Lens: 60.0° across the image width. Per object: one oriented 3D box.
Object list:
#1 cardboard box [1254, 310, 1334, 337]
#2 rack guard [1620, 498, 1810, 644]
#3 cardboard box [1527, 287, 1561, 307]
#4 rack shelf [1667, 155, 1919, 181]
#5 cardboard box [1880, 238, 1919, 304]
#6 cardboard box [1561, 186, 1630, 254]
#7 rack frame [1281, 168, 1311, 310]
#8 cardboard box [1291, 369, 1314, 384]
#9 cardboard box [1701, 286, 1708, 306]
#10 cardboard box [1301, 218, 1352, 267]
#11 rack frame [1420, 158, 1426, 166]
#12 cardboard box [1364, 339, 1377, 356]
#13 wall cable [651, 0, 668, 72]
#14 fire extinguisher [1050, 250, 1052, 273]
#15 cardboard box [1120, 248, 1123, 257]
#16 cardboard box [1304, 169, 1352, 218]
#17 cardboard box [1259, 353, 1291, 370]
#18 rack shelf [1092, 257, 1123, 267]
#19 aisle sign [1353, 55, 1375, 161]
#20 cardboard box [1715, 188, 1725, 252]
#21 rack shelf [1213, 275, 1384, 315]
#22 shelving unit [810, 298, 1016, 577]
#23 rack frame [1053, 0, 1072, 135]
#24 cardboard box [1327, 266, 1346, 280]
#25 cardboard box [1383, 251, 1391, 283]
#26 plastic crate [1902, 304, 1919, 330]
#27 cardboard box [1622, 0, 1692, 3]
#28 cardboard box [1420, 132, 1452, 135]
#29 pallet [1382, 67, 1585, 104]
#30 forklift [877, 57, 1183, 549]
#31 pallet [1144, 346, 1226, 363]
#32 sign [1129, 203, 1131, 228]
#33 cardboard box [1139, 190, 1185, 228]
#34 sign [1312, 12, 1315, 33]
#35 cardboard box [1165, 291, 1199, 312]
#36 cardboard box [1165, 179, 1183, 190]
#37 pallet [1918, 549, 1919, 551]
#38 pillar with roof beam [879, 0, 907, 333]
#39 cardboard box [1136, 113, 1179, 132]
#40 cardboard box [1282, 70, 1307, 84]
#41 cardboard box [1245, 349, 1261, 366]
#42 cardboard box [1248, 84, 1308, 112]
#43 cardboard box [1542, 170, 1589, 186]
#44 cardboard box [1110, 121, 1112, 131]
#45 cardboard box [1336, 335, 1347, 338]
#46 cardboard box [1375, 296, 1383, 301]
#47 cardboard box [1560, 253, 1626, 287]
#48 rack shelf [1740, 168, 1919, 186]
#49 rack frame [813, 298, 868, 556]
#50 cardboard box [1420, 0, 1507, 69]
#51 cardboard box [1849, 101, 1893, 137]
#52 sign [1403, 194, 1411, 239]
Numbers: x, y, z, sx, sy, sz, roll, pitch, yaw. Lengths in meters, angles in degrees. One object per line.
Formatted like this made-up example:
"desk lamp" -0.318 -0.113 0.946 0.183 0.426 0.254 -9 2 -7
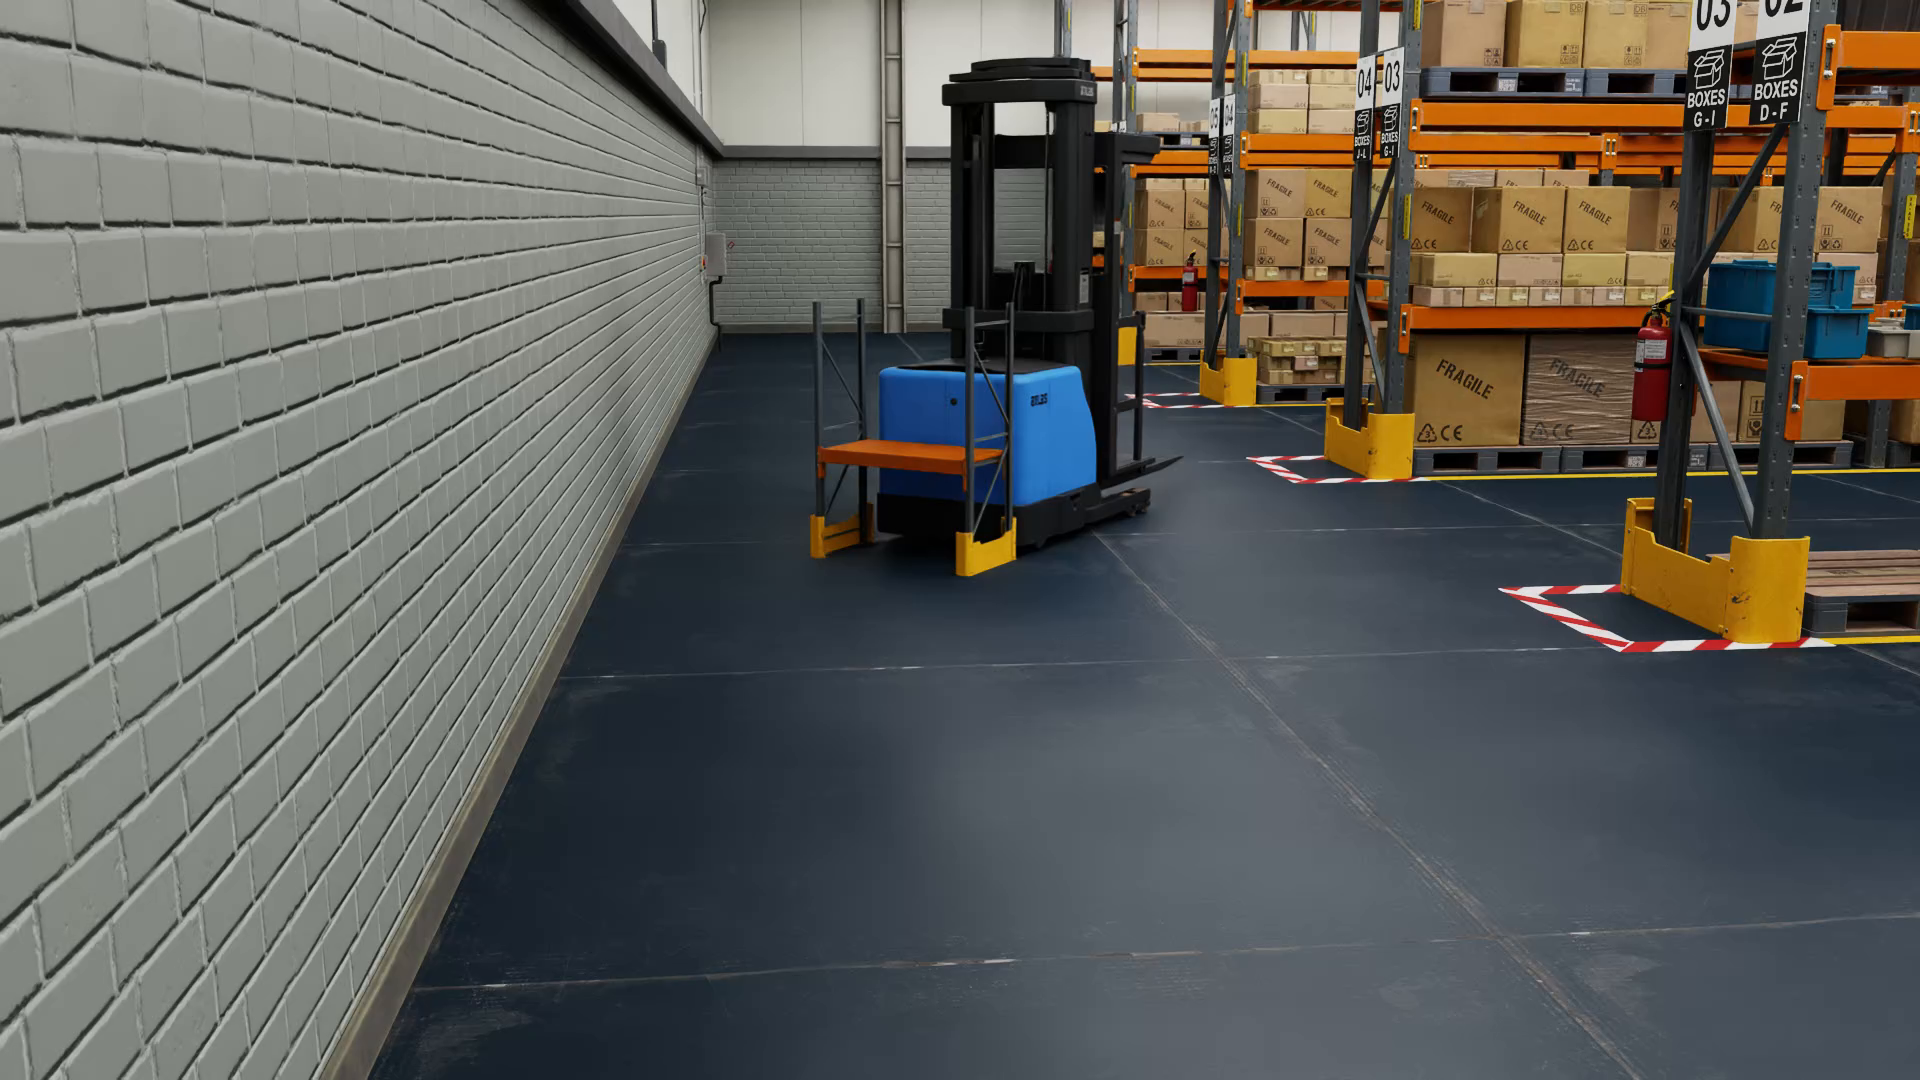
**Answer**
"cardboard box" 4.652 -2.969 23.247 0.875 0.438 0.875 -2 11 -8
"rack guard" 3.783 0.132 8.401 0.348 0.500 1.175 -1 11 -6
"cardboard box" 4.428 -1.885 12.831 0.250 0.149 0.380 -1 11 -7
"rack shelf" 12.142 -5.275 23.513 4.000 0.370 1.077 -1 11 -6
"cardboard box" 7.732 -2.141 13.226 0.500 0.500 0.500 -1 11 -6
"cardboard box" 4.789 -2.468 12.821 0.500 0.500 0.500 -2 11 -8
"rack frame" 5.638 -4.983 27.939 0.127 3.000 1.000 -1 11 -6
"cardboard box" 3.642 -1.779 17.941 0.250 0.149 0.380 -1 11 -6
"cardboard box" 5.702 -1.912 12.966 0.250 0.149 0.380 -1 11 -7
"cardboard box" 3.841 -3.168 17.677 0.500 0.500 0.500 -1 11 -6
"rack frame" 6.177 -4.031 23.098 0.127 3.000 1.000 -1 11 -6
"cardboard box" 4.433 -2.080 17.932 0.250 0.149 0.380 -1 11 -4
"wall cable" -2.723 -7.113 14.881 0.120 5.999 2.277 -1 11 -6
"fire extinguisher" 1.565 -4.587 27.092 0.183 0.674 0.296 -1 11 -6
"cardboard box" 2.523 -4.757 27.441 0.250 0.149 0.380 -1 11 -7
"cardboard box" 3.812 -3.657 17.569 0.500 0.500 0.500 -1 11 -4
"cardboard box" 3.384 -1.916 17.867 0.250 0.149 0.380 -1 11 -4
"rack shelf" 3.649 -4.588 27.797 4.000 0.370 1.077 -1 11 -6
"aisle sign" 3.167 -3.379 13.041 0.004 0.787 0.394 -1 11 -6
"cardboard box" 6.253 -2.601 13.498 0.500 0.500 0.500 -1 11 -6
"rack shelf" 4.824 -2.689 18.137 4.000 0.370 1.077 -1 11 -6
"shelving unit" -0.278 -0.626 9.666 1.083 1.500 0.587 6 13 30
"rack frame" 1.661 -7.843 26.937 0.127 3.000 1.000 -1 11 -6
"cardboard box" 3.958 -2.862 17.799 0.250 0.149 0.380 -1 11 -3
"cardboard box" 3.724 -2.181 13.303 0.500 0.250 0.500 -1 11 -7
"plastic crate" 4.741 -1.001 7.960 0.300 0.233 0.416 -1 11 -6
"cardboard box" 5.280 -4.232 12.789 0.500 0.250 0.500 -2 11 -8
"cardboard box" 4.859 -4.391 17.542 0.500 0.250 0.500 -1 11 -6
"pallet" 4.007 -3.493 12.815 1.213 0.211 1.003 -1 11 -6
"forklift" 0.642 -1.628 11.050 1.130 2.935 3.031 6 13 28
"pallet" 2.987 -2.611 23.104 1.213 0.211 1.003 -1 11 -6
"sign" 2.255 -4.305 22.041 0.005 0.325 0.100 -1 11 -6
"cardboard box" 2.709 -4.443 22.341 0.500 0.500 0.500 -1 11 -7
"sign" 5.678 -8.319 26.731 0.005 0.325 0.100 -1 11 -6
"cardboard box" 3.670 -3.876 27.699 0.500 0.500 0.500 -1 11 -5
"cardboard box" 2.836 -4.779 22.370 0.250 0.149 0.380 -1 11 -5
"pallet" 5.840 0.236 8.620 1.213 0.211 1.003 -1 11 -6
"pillar with roof beam" -0.652 -7.135 23.331 0.400 9.000 9.100 -1 11 -6
"cardboard box" 2.638 -5.628 22.484 0.500 0.250 0.500 -2 11 -11
"cardboard box" 3.438 -4.805 17.316 0.250 0.149 0.380 -1 11 -4
"cardboard box" 3.330 -2.020 18.396 0.250 0.149 0.380 -2 11 -8
"cardboard box" 3.310 -4.604 17.327 0.500 0.250 0.500 -1 11 -5
"cardboard box" 6.374 -3.708 17.831 0.500 0.500 0.500 -2 11 -8
"cardboard box" 2.637 -6.657 27.001 0.500 0.250 0.500 -1 11 -6
"cardboard box" 4.360 -2.193 18.507 0.250 0.149 0.380 -1 11 -4
"cardboard box" 7.168 -3.952 28.086 0.500 0.500 0.500 -2 11 -8
"cardboard box" 4.793 -2.100 12.891 0.500 0.250 0.500 -2 11 -8
"rack shelf" 15.579 -6.310 28.779 4.000 0.370 1.077 -1 11 -6
"rack frame" -0.709 -0.675 9.914 0.032 1.500 0.500 6 13 30
"cardboard box" 3.782 -3.845 12.765 0.500 0.500 0.700 -2 11 -10
"cardboard box" 9.753 -4.615 18.030 0.500 0.500 0.500 -1 11 -6
"sign" 3.325 -2.405 12.374 0.005 0.325 0.100 -1 11 -6
